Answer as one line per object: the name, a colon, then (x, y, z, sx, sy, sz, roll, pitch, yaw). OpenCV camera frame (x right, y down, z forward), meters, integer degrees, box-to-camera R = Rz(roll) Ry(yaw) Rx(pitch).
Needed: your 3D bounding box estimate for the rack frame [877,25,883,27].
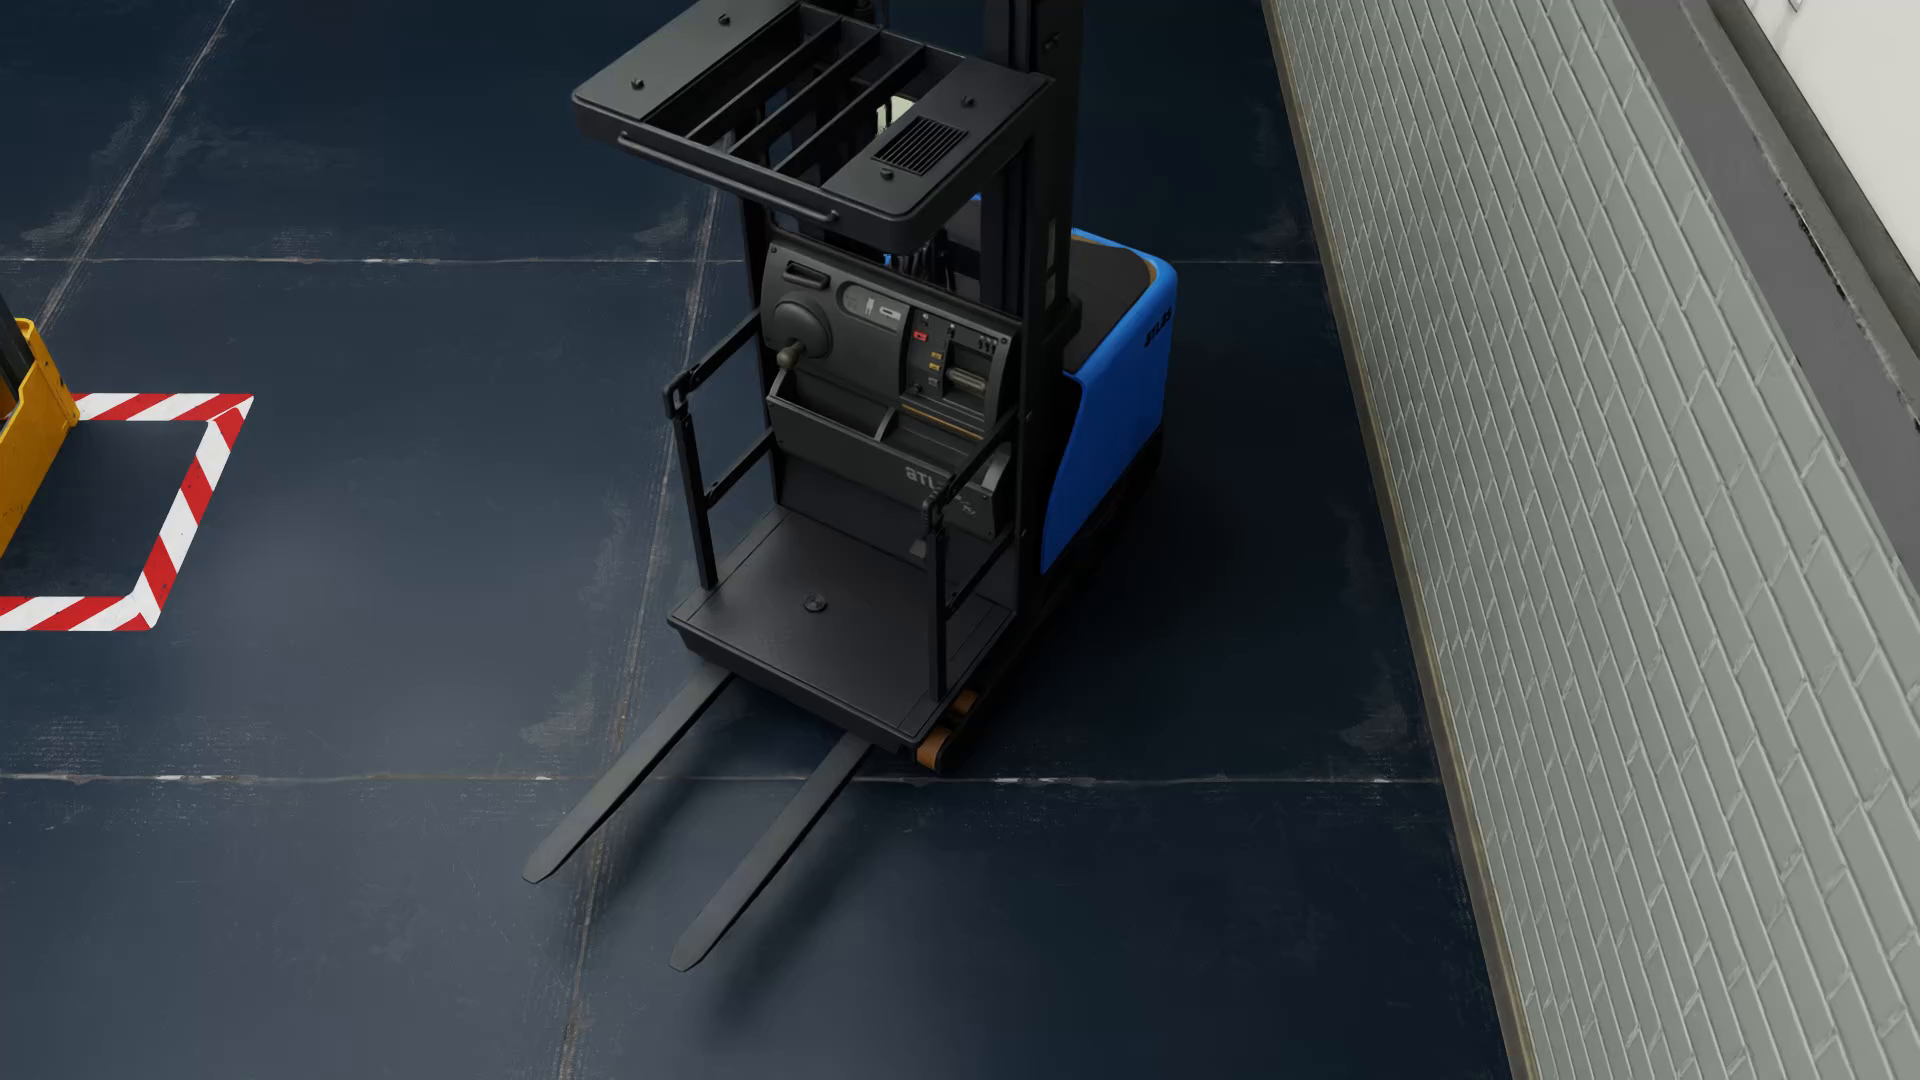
rack frame: (-0.338, -1.390, 7.019, 0.023, 1.500, 0.400, 5, 47, 4)

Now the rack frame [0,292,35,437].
rack frame: (-3.934, -1.175, 5.795, 0.127, 3.000, 1.000, 0, 47, 0)

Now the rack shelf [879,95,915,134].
rack shelf: (0.026, -1.626, 6.706, 0.720, 0.370, 0.431, 5, 47, 4)

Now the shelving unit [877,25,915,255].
shelving unit: (0.026, -1.361, 6.992, 0.755, 1.500, 0.431, 5, 47, 4)

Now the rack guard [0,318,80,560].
rack guard: (-4.010, -0.324, 6.710, 0.348, 0.500, 1.175, 0, 47, 0)

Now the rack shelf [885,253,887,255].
rack shelf: (0.026, -1.138, 7.230, 0.720, 0.370, 0.431, 5, 47, 4)

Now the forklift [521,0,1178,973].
forklift: (-0.360, -0.568, 5.277, 1.130, 2.935, 3.031, 24, 52, 21)
